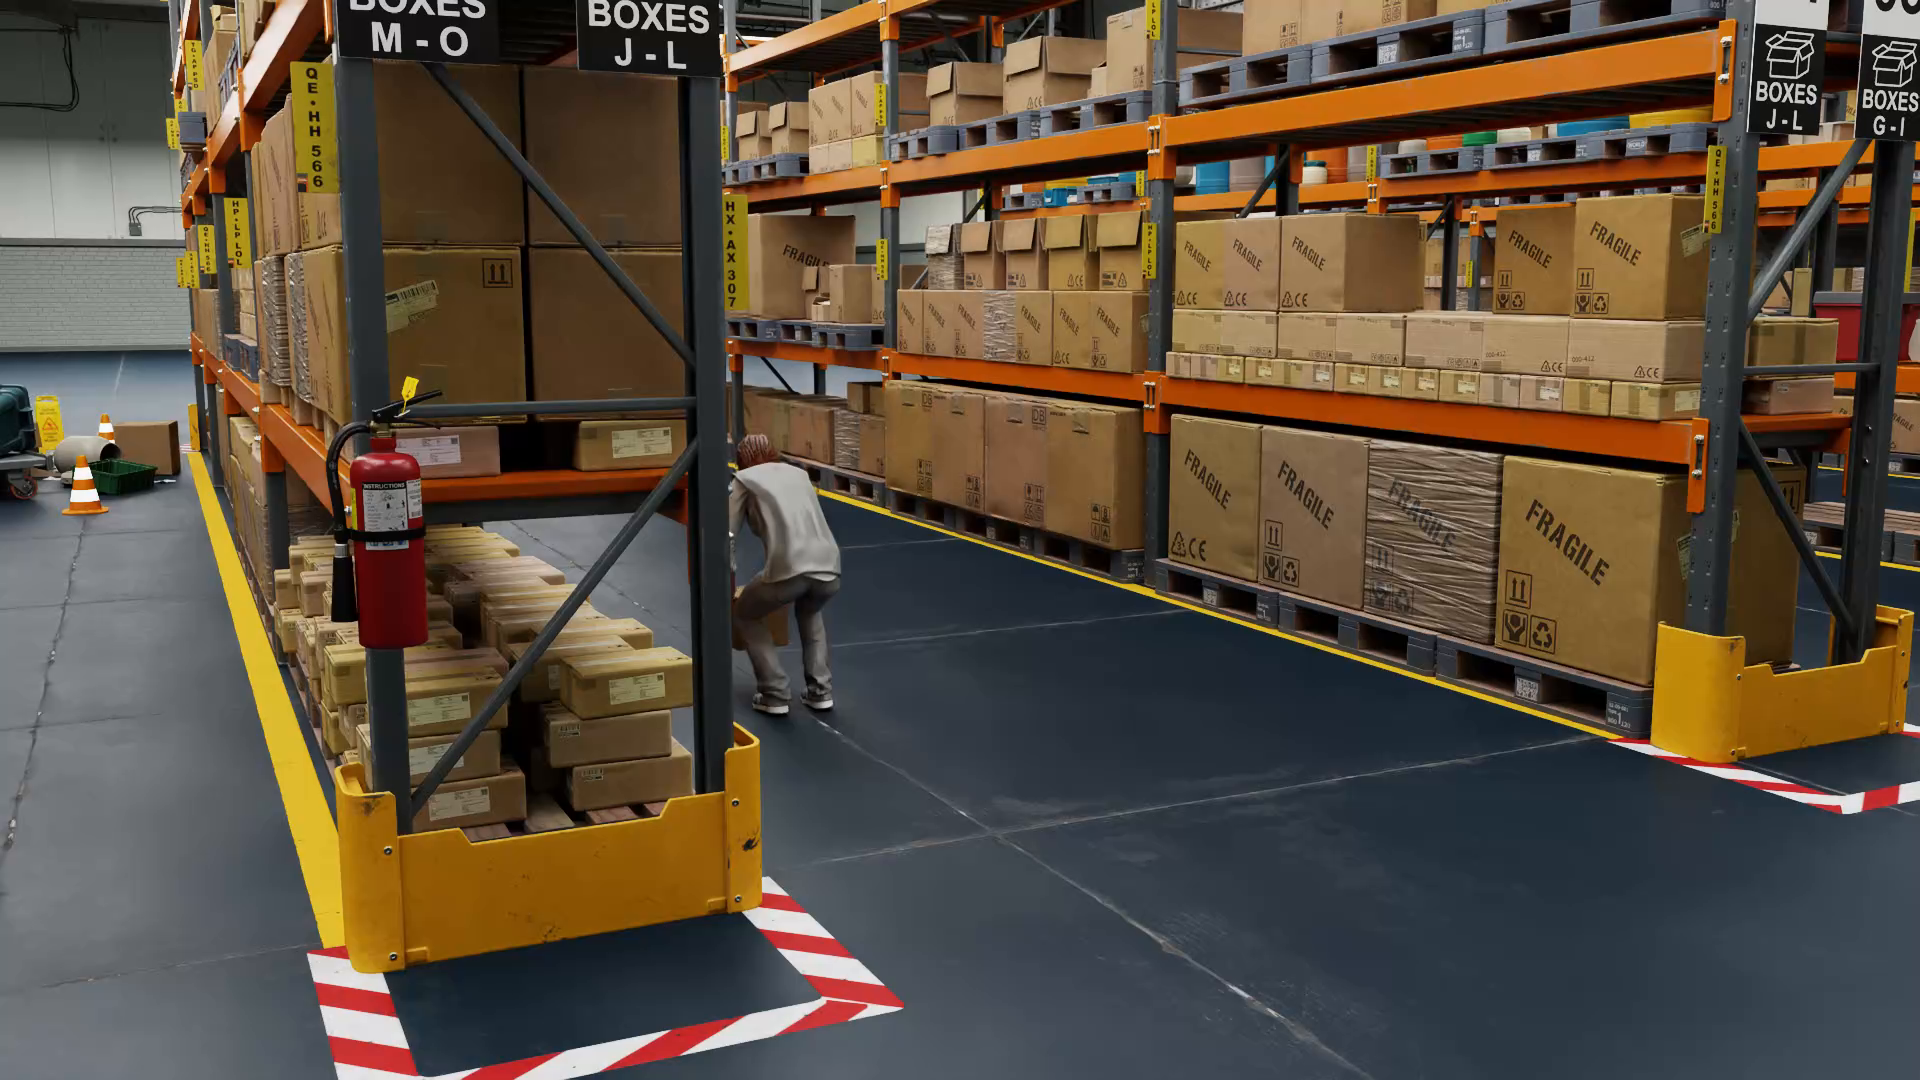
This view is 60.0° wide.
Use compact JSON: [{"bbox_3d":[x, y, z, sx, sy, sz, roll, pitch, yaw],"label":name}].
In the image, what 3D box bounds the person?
[{"bbox_3d":[-0.795,0.158,7.264,0.465,1.175,0.710,-4,10,-26],"label":"person"}]
